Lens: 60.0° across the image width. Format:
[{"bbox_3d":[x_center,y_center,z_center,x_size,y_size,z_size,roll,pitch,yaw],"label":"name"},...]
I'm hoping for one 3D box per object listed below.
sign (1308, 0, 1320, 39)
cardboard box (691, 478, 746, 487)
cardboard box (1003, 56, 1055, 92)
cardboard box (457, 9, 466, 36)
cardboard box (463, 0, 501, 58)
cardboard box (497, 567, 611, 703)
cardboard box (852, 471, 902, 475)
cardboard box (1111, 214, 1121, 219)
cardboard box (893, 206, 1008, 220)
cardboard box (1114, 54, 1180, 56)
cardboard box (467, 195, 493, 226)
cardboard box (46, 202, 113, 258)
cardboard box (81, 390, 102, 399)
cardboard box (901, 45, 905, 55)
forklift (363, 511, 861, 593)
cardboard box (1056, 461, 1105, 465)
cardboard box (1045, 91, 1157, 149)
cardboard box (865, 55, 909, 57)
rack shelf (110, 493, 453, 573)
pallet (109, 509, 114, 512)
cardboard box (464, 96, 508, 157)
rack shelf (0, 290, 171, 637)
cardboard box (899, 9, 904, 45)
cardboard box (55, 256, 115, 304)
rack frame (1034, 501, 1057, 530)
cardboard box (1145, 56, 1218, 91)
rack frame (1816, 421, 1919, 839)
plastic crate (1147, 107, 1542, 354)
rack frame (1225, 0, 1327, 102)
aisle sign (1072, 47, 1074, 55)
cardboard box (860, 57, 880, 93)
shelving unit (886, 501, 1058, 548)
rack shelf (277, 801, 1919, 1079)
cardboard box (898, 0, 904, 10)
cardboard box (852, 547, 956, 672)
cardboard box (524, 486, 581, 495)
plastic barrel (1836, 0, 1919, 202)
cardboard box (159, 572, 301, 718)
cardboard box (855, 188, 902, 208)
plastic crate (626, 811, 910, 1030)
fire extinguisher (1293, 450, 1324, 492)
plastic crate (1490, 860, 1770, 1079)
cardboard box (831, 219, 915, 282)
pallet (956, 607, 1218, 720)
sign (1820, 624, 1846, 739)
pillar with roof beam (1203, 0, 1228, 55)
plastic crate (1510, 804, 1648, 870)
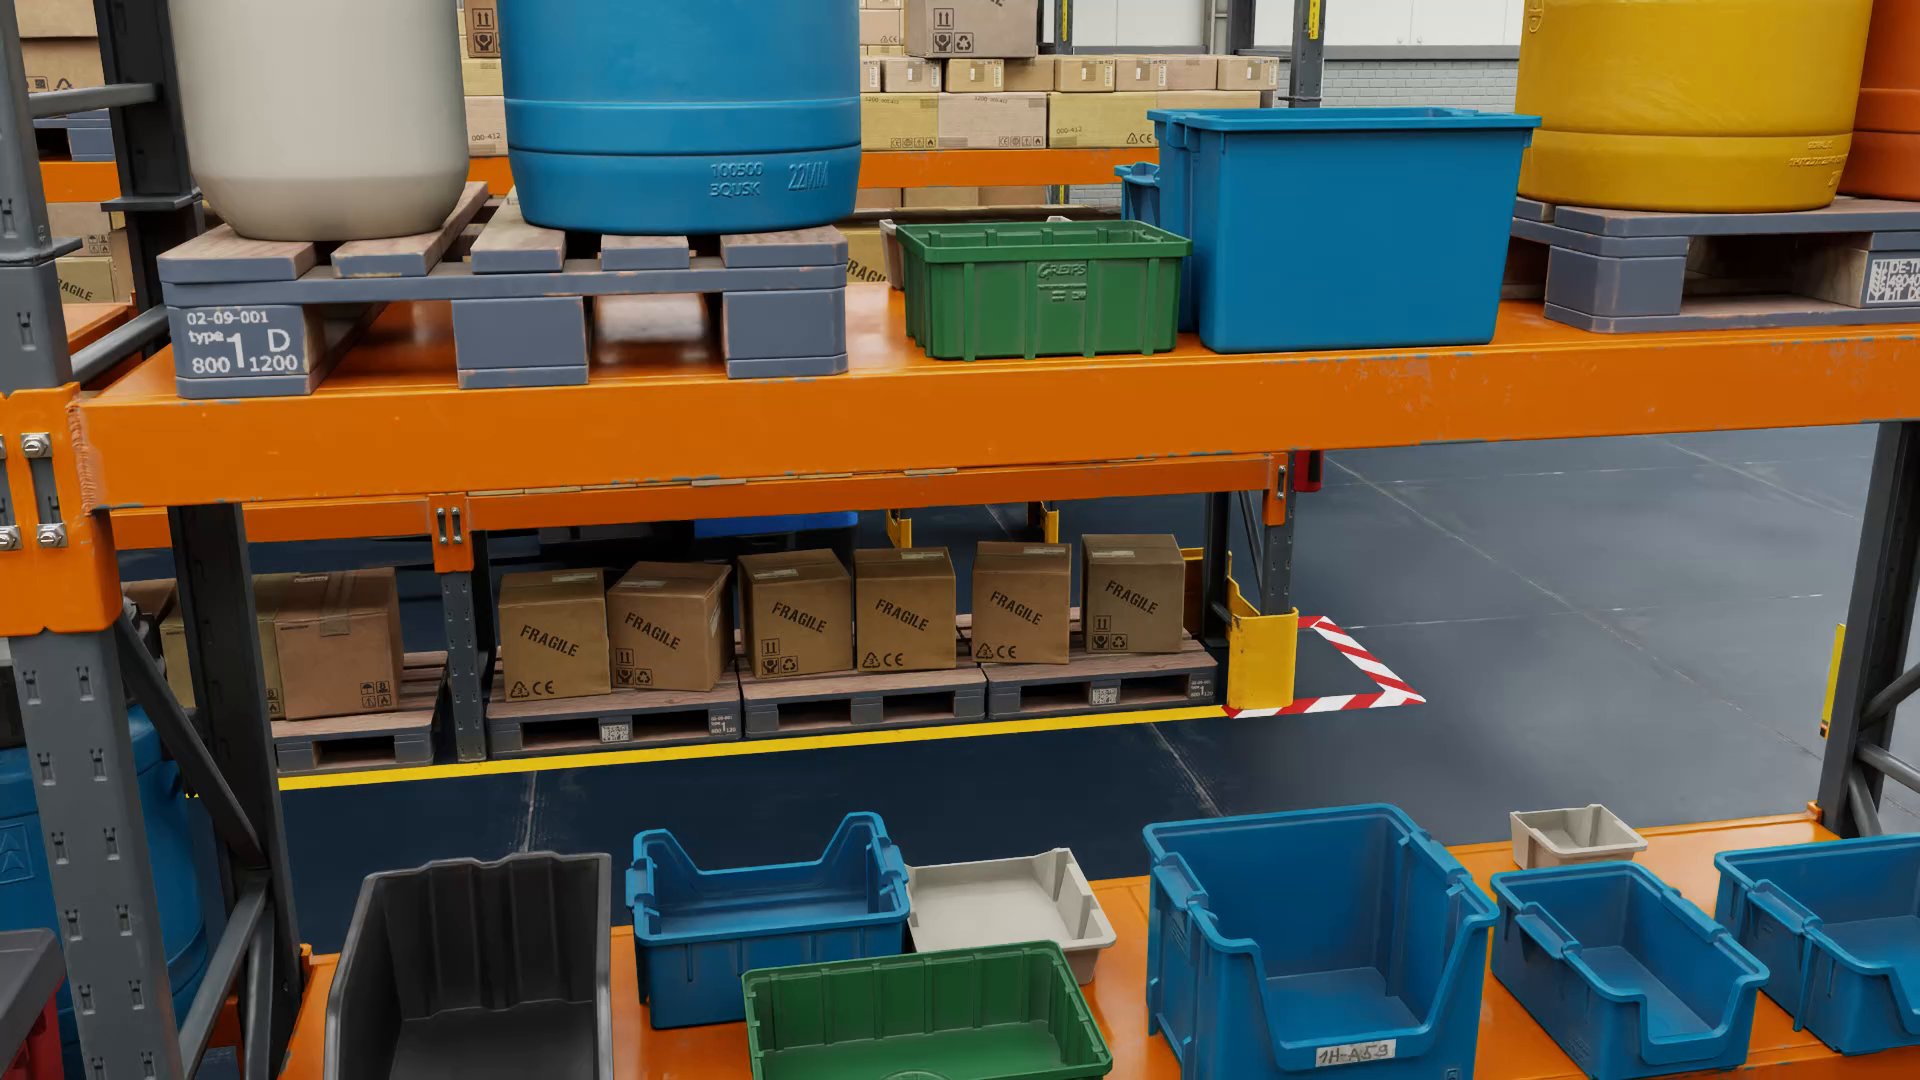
[{"bbox_3d":[1.608,-2.440,7.531,0.005,0.325,0.100,-3,17,-10],"label":"sign"},{"bbox_3d":[-1.152,-0.377,7.859,0.250,0.149,0.380,-3,17,-10],"label":"cardboard box"},{"bbox_3d":[0.275,-2.165,7.720,0.250,0.149,0.380,-3,17,-10],"label":"cardboard box"},{"bbox_3d":[-4.830,-5.111,16.423,0.500,0.250,0.500,-3,17,-9],"label":"cardboard box"},{"bbox_3d":[-2.012,-2.483,7.649,0.500,0.500,0.500,-4,17,-12],"label":"cardboard box"},{"bbox_3d":[-2.005,0.462,8.241,0.500,0.500,0.500,-4,17,-12],"label":"cardboard box"},{"bbox_3d":[-0.430,-0.441,8.066,0.250,0.149,0.380,-3,17,-10],"label":"cardboard box"},{"bbox_3d":[1.029,-1.310,8.089,0.500,0.500,0.500,-3,17,-10],"label":"cardboard box"},{"bbox_3d":[-0.052,-1.406,8.400,0.500,0.500,0.500,-3,17,-10],"label":"cardboard box"},{"bbox_3d":[0.935,-2.362,8.360,0.250,0.149,0.380,-3,17,-9],"label":"cardboard box"},{"bbox_3d":[-3.733,-2.453,12.317,0.500,0.500,0.700,-4,17,-11],"label":"cardboard box"},{"bbox_3d":[-6.235,-2.310,11.852,0.500,0.500,0.700,-3,17,-11],"label":"cardboard box"},{"bbox_3d":[-4.089,-0.648,7.422,0.637,0.503,0.797,-1,17,-5],"label":"cardboard box"},{"bbox_3d":[-0.329,-3.584,12.304,0.250,0.149,0.380,-3,17,-10],"label":"cardboard box"},{"bbox_3d":[-2.213,-1.227,10.314,3.031,2.935,1.130,-5,18,-14],"label":"forklift"},{"bbox_3d":[0.552,-0.497,8.248,0.250,0.149,0.380,-3,17,-10],"label":"cardboard box"},{"bbox_3d":[0.608,-1.978,7.788,0.500,0.250,0.500,-3,17,-10],"label":"cardboard box"},{"bbox_3d":[-0.311,-2.258,8.023,0.250,0.149,0.380,-3,17,-11],"label":"cardboard box"},{"bbox_3d":[-4.369,-0.066,7.643,4.000,0.370,1.077,-3,17,-10],"label":"rack shelf"},{"bbox_3d":[-4.397,-0.329,7.600,1.213,0.211,1.003,-3,17,-10],"label":"pallet"},{"bbox_3d":[-1.915,-1.835,7.323,0.500,0.250,0.500,-4,18,-13],"label":"cardboard box"},{"bbox_3d":[-3.429,-0.072,2.554,4.000,0.370,1.077,-3,17,-10],"label":"rack shelf"},{"bbox_3d":[-0.238,-3.797,12.320,0.500,0.250,0.500,-3,17,-10],"label":"cardboard box"},{"bbox_3d":[-6.183,-1.758,11.757,0.500,0.500,0.500,-3,17,-11],"label":"cardboard box"},{"bbox_3d":[0.583,-0.750,11.199,0.032,1.500,0.500,-3,17,-10],"label":"rack frame"},{"bbox_3d":[1.031,-2.211,7.868,0.250,0.149,0.380,-4,17,-12],"label":"cardboard box"},{"bbox_3d":[2.462,0.684,3.977,0.127,3.000,1.000,-3,17,-10],"label":"rack frame"},{"bbox_3d":[0.647,-0.550,2.911,0.575,0.384,0.392,-3,17,-10],"label":"plastic crate"},{"bbox_3d":[1.522,-3.612,7.745,0.127,3.000,1.000,-3,17,-10],"label":"rack frame"},{"bbox_3d":[0.807,-3.340,12.649,0.004,0.787,0.394,-3,17,-10],"label":"aisle sign"},{"bbox_3d":[-0.508,-2.111,7.544,0.250,0.149,0.380,-3,17,-9],"label":"cardboard box"},{"bbox_3d":[0.075,-0.721,11.105,1.083,1.500,0.587,-3,17,-10],"label":"shelving unit"},{"bbox_3d":[0.498,1.139,3.720,4.000,0.370,1.077,-3,17,-10],"label":"rack shelf"},{"bbox_3d":[-0.337,-3.964,12.184,0.250,0.149,0.380,-3,17,-10],"label":"cardboard box"},{"bbox_3d":[-0.293,0.353,8.597,0.500,0.500,0.500,-2,17,-5],"label":"cardboard box"},{"bbox_3d":[-1.889,-0.337,7.727,0.250,0.149,0.380,-3,17,-10],"label":"cardboard box"},{"bbox_3d":[2.009,-1.093,3.204,0.708,0.830,0.600,-3,17,-10],"label":"plastic barrel"},{"bbox_3d":[-3.484,0.512,8.043,0.500,0.500,0.700,-3,17,-11],"label":"cardboard box"},{"bbox_3d":[-0.789,-2.709,12.927,0.550,0.550,0.875,-3,17,-10],"label":"cardboard box"},{"bbox_3d":[-0.430,0.838,3.729,0.616,0.251,0.499,-3,17,-10],"label":"plastic crate"},{"bbox_3d":[1.722,-0.581,8.225,0.183,0.674,0.296,-3,17,-10],"label":"fire extinguisher"},{"bbox_3d":[1.389,0.903,3.515,0.408,0.251,0.499,-3,17,-10],"label":"plastic crate"},{"bbox_3d":[-0.444,-1.228,7.821,0.500,0.500,0.500,-3,17,-10],"label":"cardboard box"},{"bbox_3d":[0.643,0.628,8.907,1.213,0.211,1.003,-3,17,-10],"label":"pallet"},{"bbox_3d":[2.362,0.393,4.453,0.005,0.325,0.100,-3,17,-10],"label":"sign"},{"bbox_3d":[4.550,-7.214,19.471,0.400,9.000,9.100,-3,17,-10],"label":"pillar with roof beam"},{"bbox_3d":[1.522,0.767,4.155,0.250,0.136,0.298,-3,17,-10],"label":"plastic crate"}]
